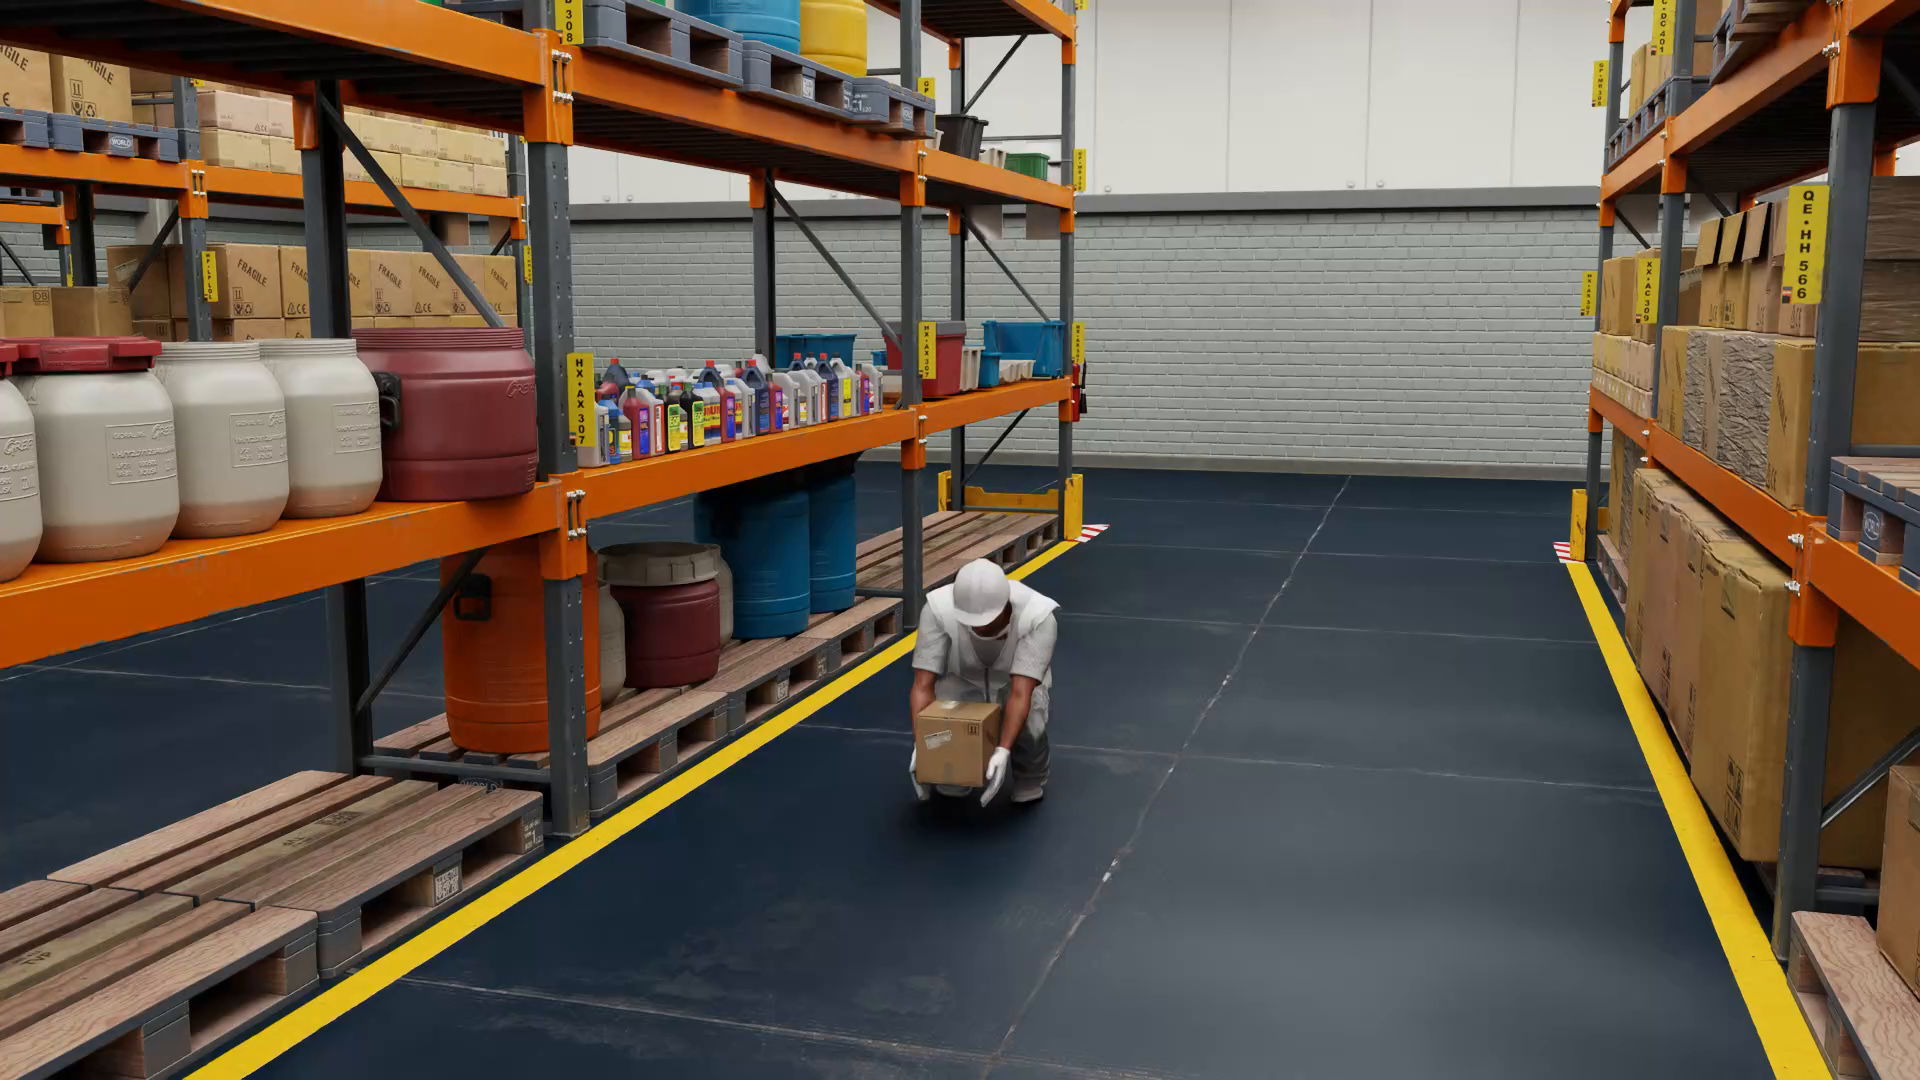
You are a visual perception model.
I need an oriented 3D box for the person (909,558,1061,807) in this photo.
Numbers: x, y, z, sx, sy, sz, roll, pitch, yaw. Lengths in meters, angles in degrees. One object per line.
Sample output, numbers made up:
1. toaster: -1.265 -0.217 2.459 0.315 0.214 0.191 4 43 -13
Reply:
1. person: 0.112 0.511 6.367 0.565 0.968 0.903 2 9 15
